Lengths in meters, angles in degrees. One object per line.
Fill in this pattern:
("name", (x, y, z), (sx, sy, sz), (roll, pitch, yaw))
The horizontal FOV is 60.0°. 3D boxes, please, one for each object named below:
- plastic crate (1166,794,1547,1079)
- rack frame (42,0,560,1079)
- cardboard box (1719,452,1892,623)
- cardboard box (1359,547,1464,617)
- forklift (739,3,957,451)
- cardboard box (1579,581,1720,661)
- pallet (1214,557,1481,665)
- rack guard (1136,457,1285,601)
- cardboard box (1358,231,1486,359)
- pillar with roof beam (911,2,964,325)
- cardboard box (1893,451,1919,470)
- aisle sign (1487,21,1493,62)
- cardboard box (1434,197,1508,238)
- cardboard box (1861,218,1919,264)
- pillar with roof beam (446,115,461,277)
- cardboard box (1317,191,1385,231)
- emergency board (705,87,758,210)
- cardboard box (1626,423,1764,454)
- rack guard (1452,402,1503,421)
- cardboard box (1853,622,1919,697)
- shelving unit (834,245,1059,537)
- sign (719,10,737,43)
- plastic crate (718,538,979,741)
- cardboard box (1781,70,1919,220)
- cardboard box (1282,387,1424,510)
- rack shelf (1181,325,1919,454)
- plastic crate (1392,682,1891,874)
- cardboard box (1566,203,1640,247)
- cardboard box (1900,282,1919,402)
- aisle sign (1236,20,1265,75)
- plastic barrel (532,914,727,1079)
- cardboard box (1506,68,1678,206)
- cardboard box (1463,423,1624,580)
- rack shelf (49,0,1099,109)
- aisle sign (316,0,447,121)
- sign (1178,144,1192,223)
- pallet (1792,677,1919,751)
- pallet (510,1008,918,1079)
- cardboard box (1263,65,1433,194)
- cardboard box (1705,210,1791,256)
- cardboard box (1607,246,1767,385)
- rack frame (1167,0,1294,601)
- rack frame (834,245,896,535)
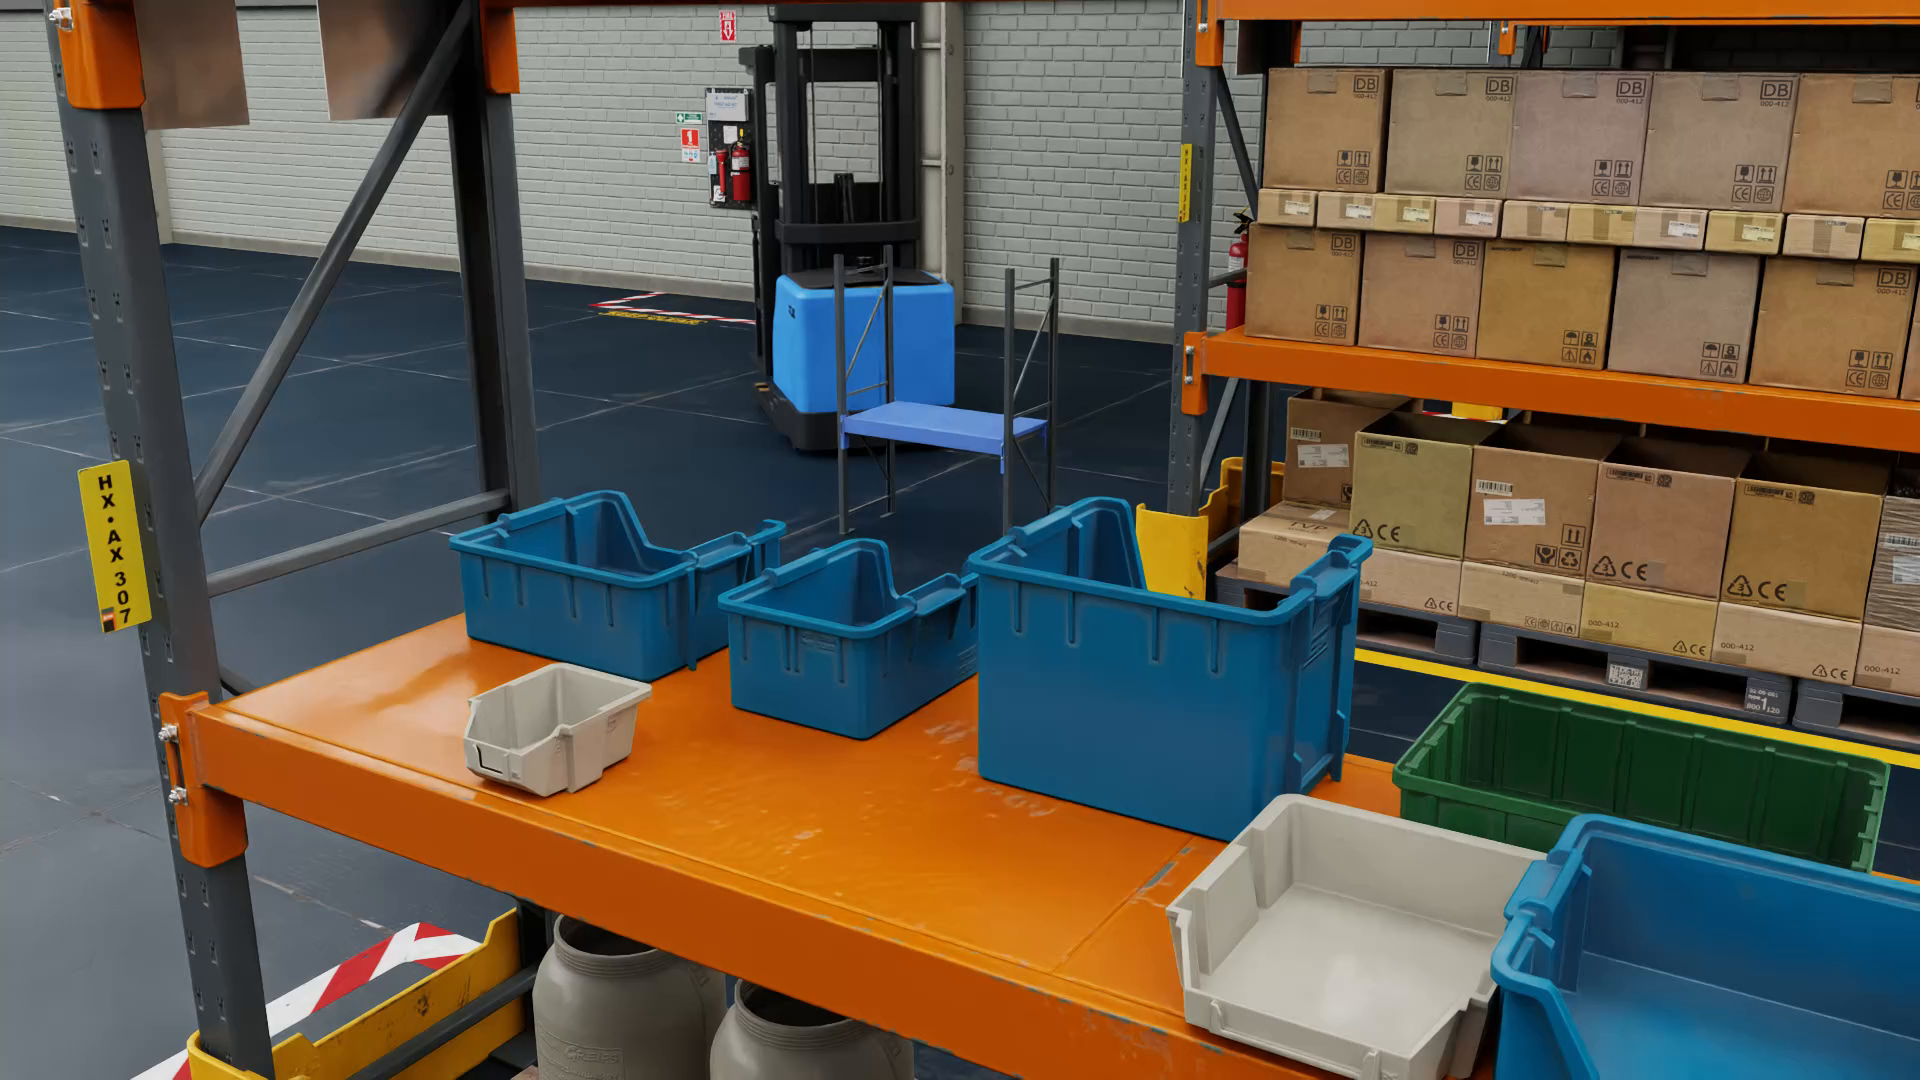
("plastic crate", (0.559, 0.560, 2.329), (0.437, 0.136, 0.530), (10, 20, 30))
("rack frame", (-1.334, 0.010, 3.687), (0.127, 3.000, 1.000), (10, 20, 30))
("cardboard box", (3.313, -0.022, 6.512), (0.500, 0.500, 0.500), (10, 20, 30))
("cardboard box", (2.030, 0.110, 7.365), (0.500, 0.250, 0.500), (10, 20, 30))
("forklift", (-0.902, -2.354, 11.589), (1.130, 2.935, 3.031), (-5, 17, -15))
("cardboard box", (2.880, 0.264, 6.860), (0.500, 0.250, 0.500), (10, 20, 30))
("pallet", (1.935, 0.224, 7.780), (1.213, 0.211, 1.003), (10, 20, 30))
("rack guard", (1.241, -0.024, 8.099), (0.348, 0.500, 1.175), (10, 20, 30))
("cardboard box", (2.103, -1.111, 7.206), (0.500, 0.500, 0.700), (11, 20, 31))
("pillar with roof beam", (-2.465, -5.268, 10.742), (0.400, 9.000, 9.100), (10, 20, 30))
("cardboard box", (4.009, -0.074, 6.682), (0.500, 0.500, 0.500), (10, 20, 30))
("aisle sign", (3.633, -3.624, 11.178), (0.004, 0.787, 0.394), (10, 20, 30))
("cardboard box", (2.136, -1.345, 6.859), (0.250, 0.149, 0.380), (10, 19, 29))
("cardboard box", (3.460, -1.109, 6.085), (0.250, 0.149, 0.380), (10, 20, 30))
("pillar with roof beam", (-7.578, -6.181, 13.746), (0.400, 9.000, 9.100), (10, 20, 30))
("cardboard box", (1.710, -1.422, 7.113), (0.250, 0.149, 0.380), (10, 19, 29))
("emergency board", (-2.298, -3.849, 16.392), (0.643, 1.169, 0.194), (10, 20, 30))
("cardboard box", (3.160, -0.227, 7.187), (0.500, 0.500, 0.500), (10, 20, 30))
("rack guard", (3.916, -1.236, 12.090), (0.348, 0.500, 1.175), (10, 20, 30))
("cardboard box", (3.740, 0.412, 6.372), (0.500, 0.250, 0.500), (10, 20, 30))
("shelving unit", (-0.073, -0.731, 8.706), (1.048, 1.500, 0.538), (10, 20, 30))
("sign", (-2.253, -4.984, 16.141), (0.199, 0.298, 0.001), (10, 20, 30))
("plastic crate", (-0.200, 0.183, 3.372), (0.408, 0.251, 0.499), (10, 20, 30))
("cardboard box", (3.431, -1.495, 6.238), (0.500, 0.500, 0.700), (10, 20, 30))
("cardboard box", (1.875, -0.452, 7.928), (0.500, 0.500, 0.500), (10, 20, 30))
("rack shelf", (2.966, -0.568, 6.827), (4.000, 0.370, 1.077), (10, 20, 30))
("plastic crate", (1.066, 0.444, 2.625), (0.662, 0.188, 0.450), (10, 20, 30))
("cardboard box", (2.582, -1.266, 6.600), (0.250, 0.149, 0.380), (10, 19, 29))
("cardboard box", (3.836, -0.800, 6.182), (0.500, 0.500, 0.700), (10, 20, 29))
("aisle sign", (1.360, -2.543, 7.618), (0.004, 0.787, 0.394), (10, 20, 30))
("plastic barrel", (-0.733, 1.081, 3.720), (0.421, 0.512, 0.421), (0, 17, 0))
("cardboard box", (2.579, -1.647, 6.739), (0.500, 0.500, 0.700), (10, 20, 30))
("cardboard box", (2.462, -0.175, 7.015), (0.500, 0.500, 0.500), (10, 20, 30))
("rack shelf", (0.371, -0.777, 2.354), (4.000, 0.370, 1.077), (10, 20, 30))
("aisle sign", (-1.239, -1.318, 3.587), (0.004, 0.787, 0.394), (10, 20, 30))
("sign", (0.966, -1.532, 7.137), (0.005, 0.325, 0.100), (10, 20, 30))
("pallet", (4.015, 0.595, 6.559), (1.213, 0.211, 1.003), (10, 20, 30))
("pallet", (-0.555, 1.469, 3.681), (1.213, 0.211, 1.003), (10, 20, 30))
("cardboard box", (1.698, -1.802, 7.250), (0.500, 0.500, 0.700), (10, 20, 30))
("cardboard box", (3.017, -1.187, 6.341), (0.250, 0.149, 0.380), (11, 20, 32))
("cardboard box", (2.974, -0.955, 6.692), (0.500, 0.500, 0.700), (11, 20, 32))
("rack frame", (1.262, -1.216, 7.724), (0.127, 3.000, 1.000), (10, 20, 30))
("rack frame", (-0.506, -0.808, 8.960), (0.032, 1.500, 0.500), (10, 20, 30))
